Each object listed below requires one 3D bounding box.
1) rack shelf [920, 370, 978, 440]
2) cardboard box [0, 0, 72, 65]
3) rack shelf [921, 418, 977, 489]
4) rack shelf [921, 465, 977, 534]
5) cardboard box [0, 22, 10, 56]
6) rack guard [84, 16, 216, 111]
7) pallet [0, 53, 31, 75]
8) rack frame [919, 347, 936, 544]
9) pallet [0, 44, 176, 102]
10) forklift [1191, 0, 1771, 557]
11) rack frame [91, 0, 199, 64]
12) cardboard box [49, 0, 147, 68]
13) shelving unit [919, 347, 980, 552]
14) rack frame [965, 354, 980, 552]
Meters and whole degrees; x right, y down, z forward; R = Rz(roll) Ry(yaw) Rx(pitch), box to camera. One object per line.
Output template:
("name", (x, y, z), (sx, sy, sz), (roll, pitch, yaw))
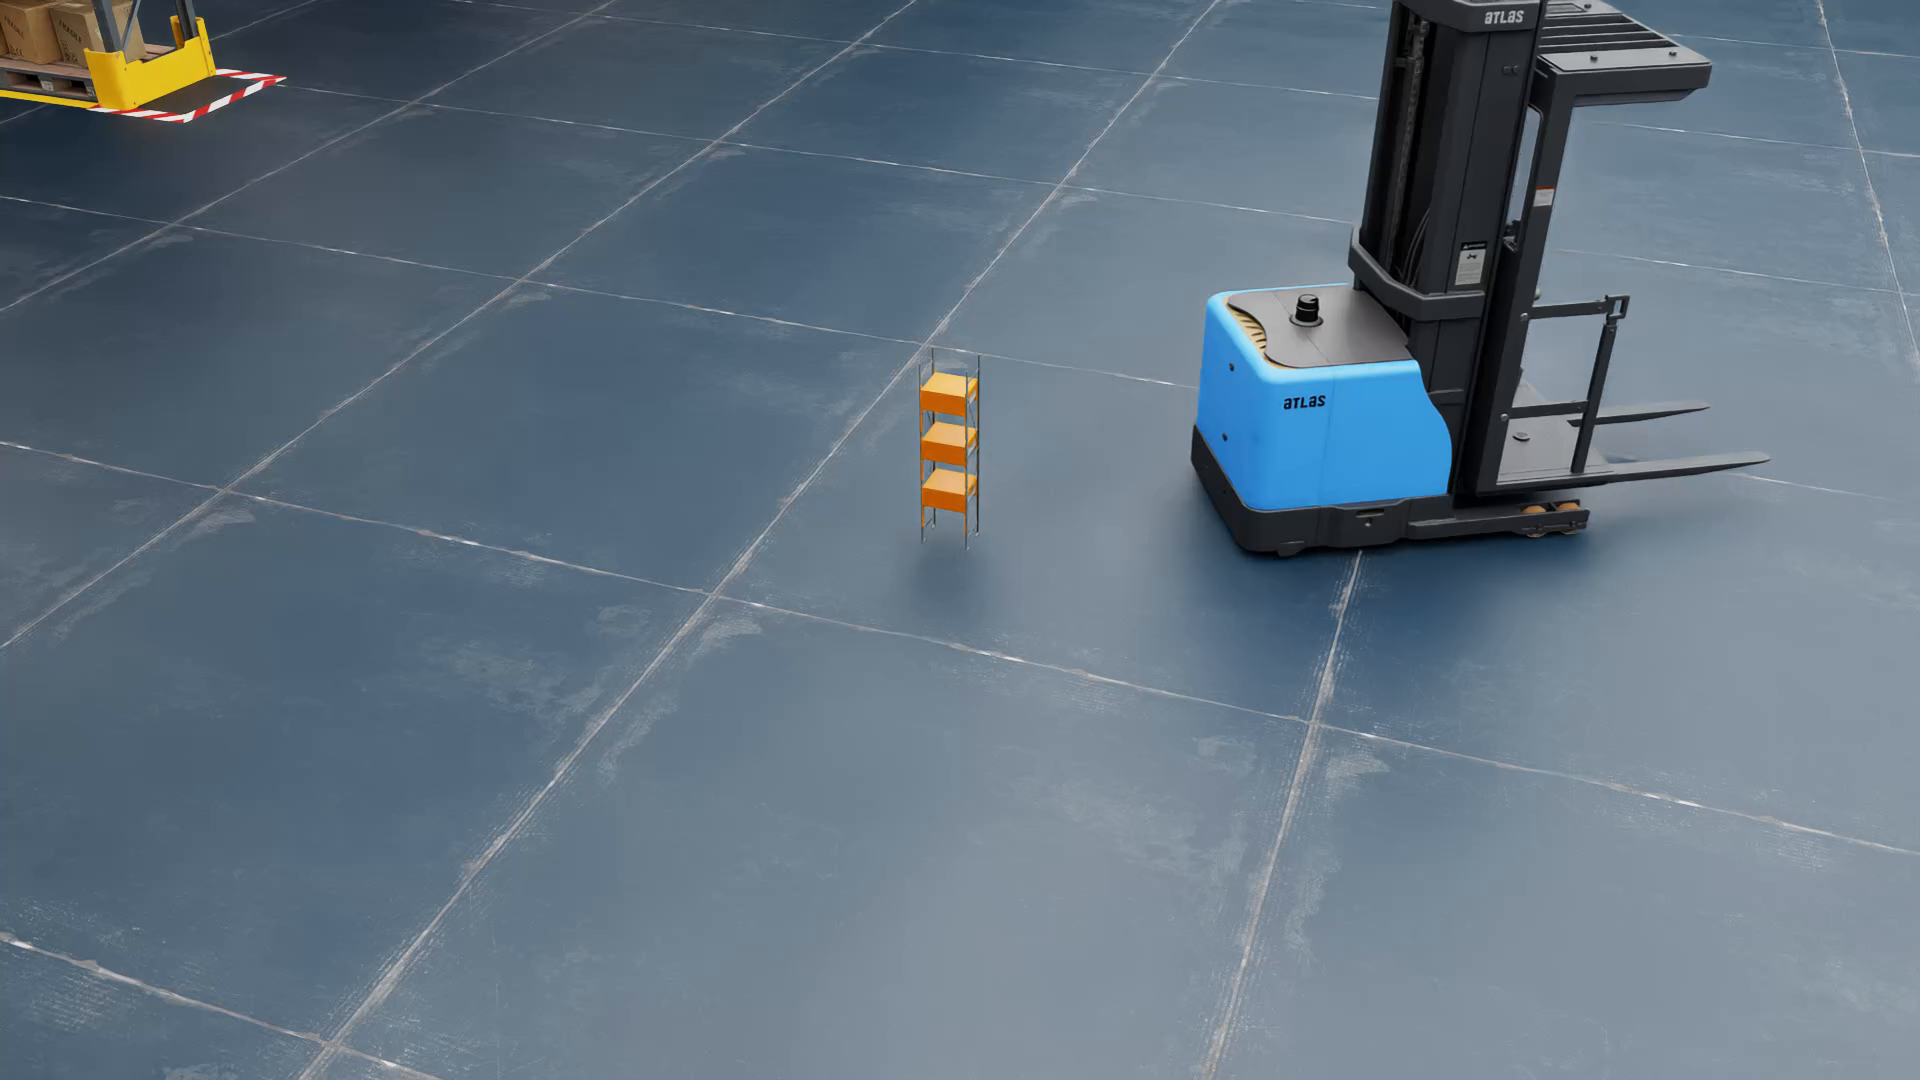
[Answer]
("rack shelf", (-0.050, -0.680, 8.332), (0.240, 0.259, 0.215), (11, 34, 16))
("cardboard box", (-8.343, -4.674, 15.141), (0.500, 0.500, 0.500), (21, 38, 29))
("rack shelf", (-0.050, -0.442, 8.486), (0.240, 0.259, 0.215), (11, 34, 16))
("rack shelf", (-0.050, -0.208, 8.637), (0.240, 0.259, 0.215), (11, 34, 16))
("cardboard box", (-8.926, -4.798, 15.334), (0.500, 0.500, 0.500), (14, 35, 21))
("rack guard", (-7.258, -4.297, 14.944), (0.348, 0.500, 1.175), (11, 34, 16))
("pallet", (-9.156, -4.566, 15.628), (1.213, 0.211, 1.003), (11, 34, 16))
("rack frame", (-0.165, -0.473, 8.515), (0.008, 1.050, 0.200), (11, 34, 16))
("pallet", (-8.011, -4.342, 15.281), (1.213, 0.211, 1.003), (11, 34, 16))
("forklift", (2.856, -1.521, 8.404), (3.031, 2.935, 1.130), (-5, 33, -8))
("rack frame", (-7.187, -5.333, 14.244), (0.127, 3.000, 1.000), (11, 34, 16))
("cardboard box", (-7.769, -4.582, 14.999), (0.500, 0.500, 0.500), (18, 37, 25))
("shelving unit", (-0.050, -0.451, 8.480), (0.252, 1.050, 0.215), (11, 34, 16))
("rack frame", (0.064, -0.429, 8.446), (0.008, 1.050, 0.200), (11, 34, 16))
